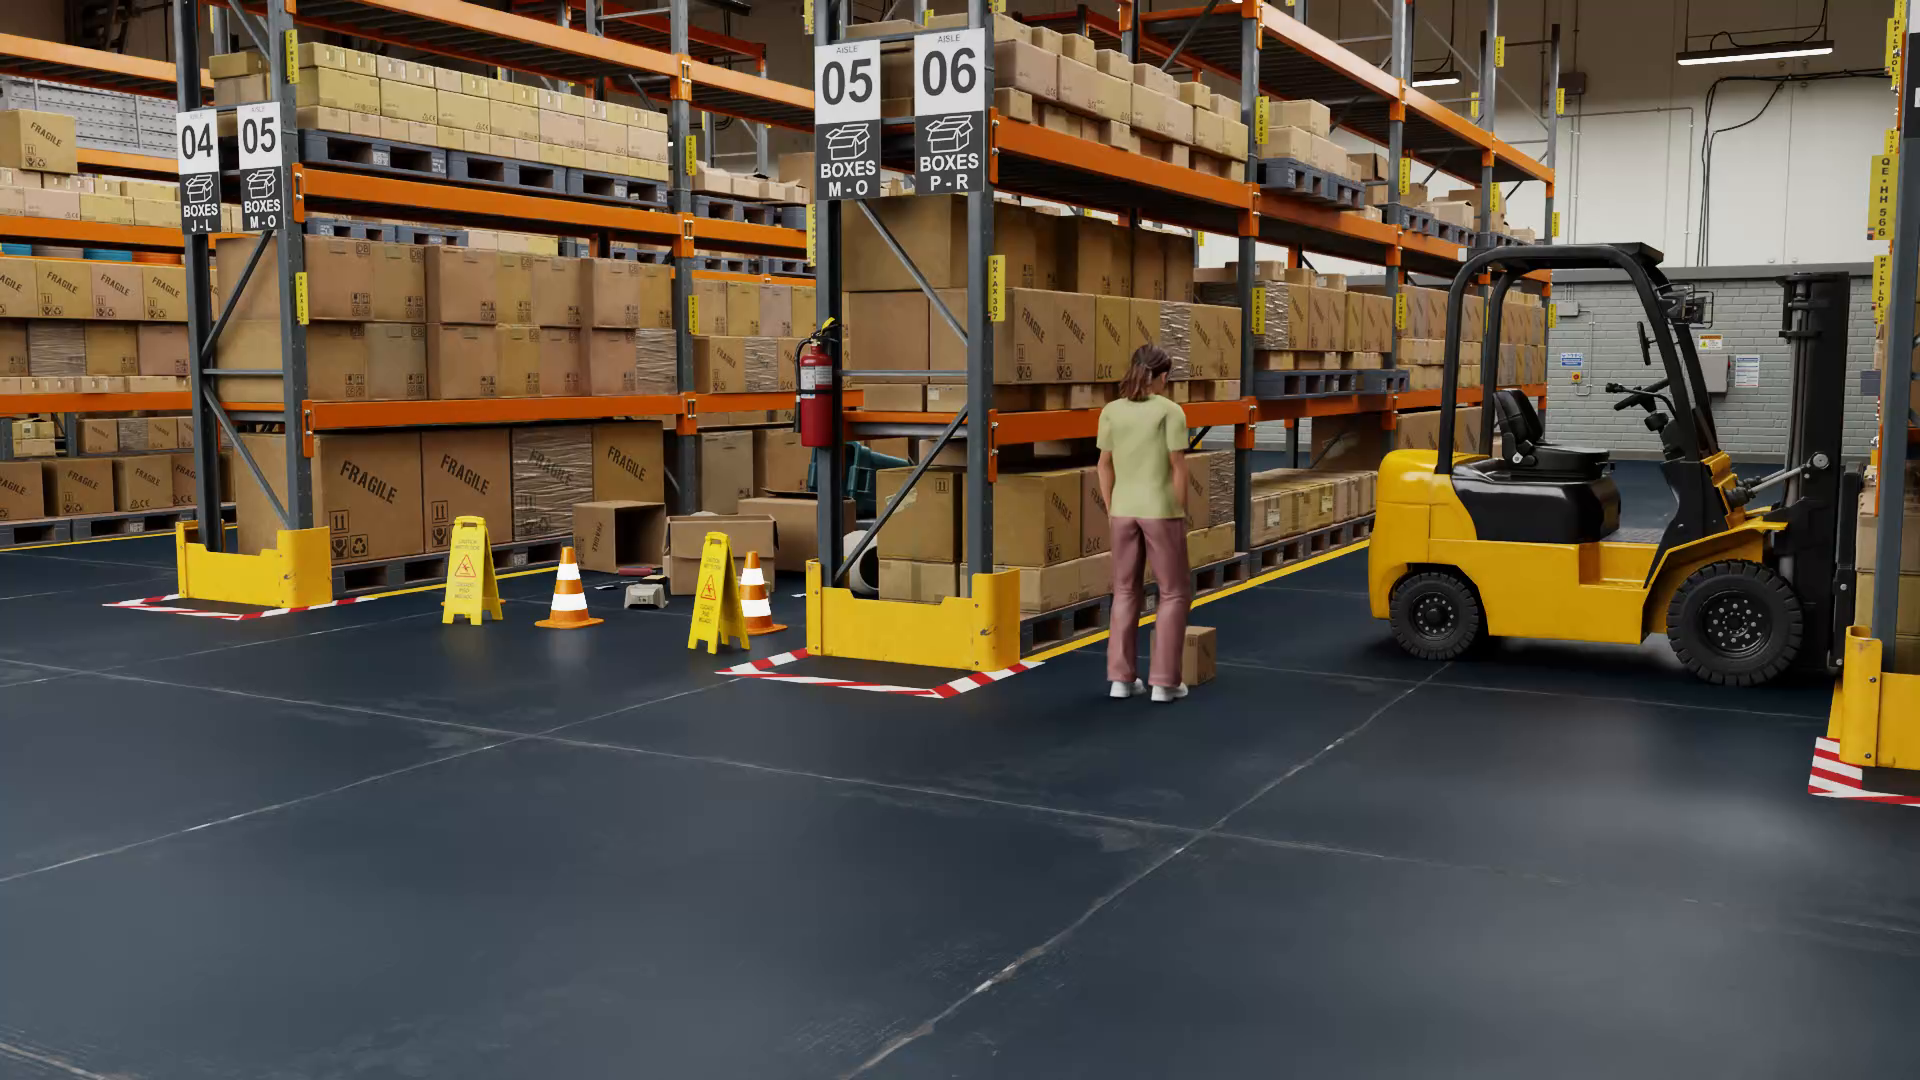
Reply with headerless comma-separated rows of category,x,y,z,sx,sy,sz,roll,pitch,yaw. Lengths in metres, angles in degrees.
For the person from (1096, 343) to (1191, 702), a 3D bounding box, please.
person,0.857,-0.084,7.752,0.458,1.657,0.344,3,7,30
